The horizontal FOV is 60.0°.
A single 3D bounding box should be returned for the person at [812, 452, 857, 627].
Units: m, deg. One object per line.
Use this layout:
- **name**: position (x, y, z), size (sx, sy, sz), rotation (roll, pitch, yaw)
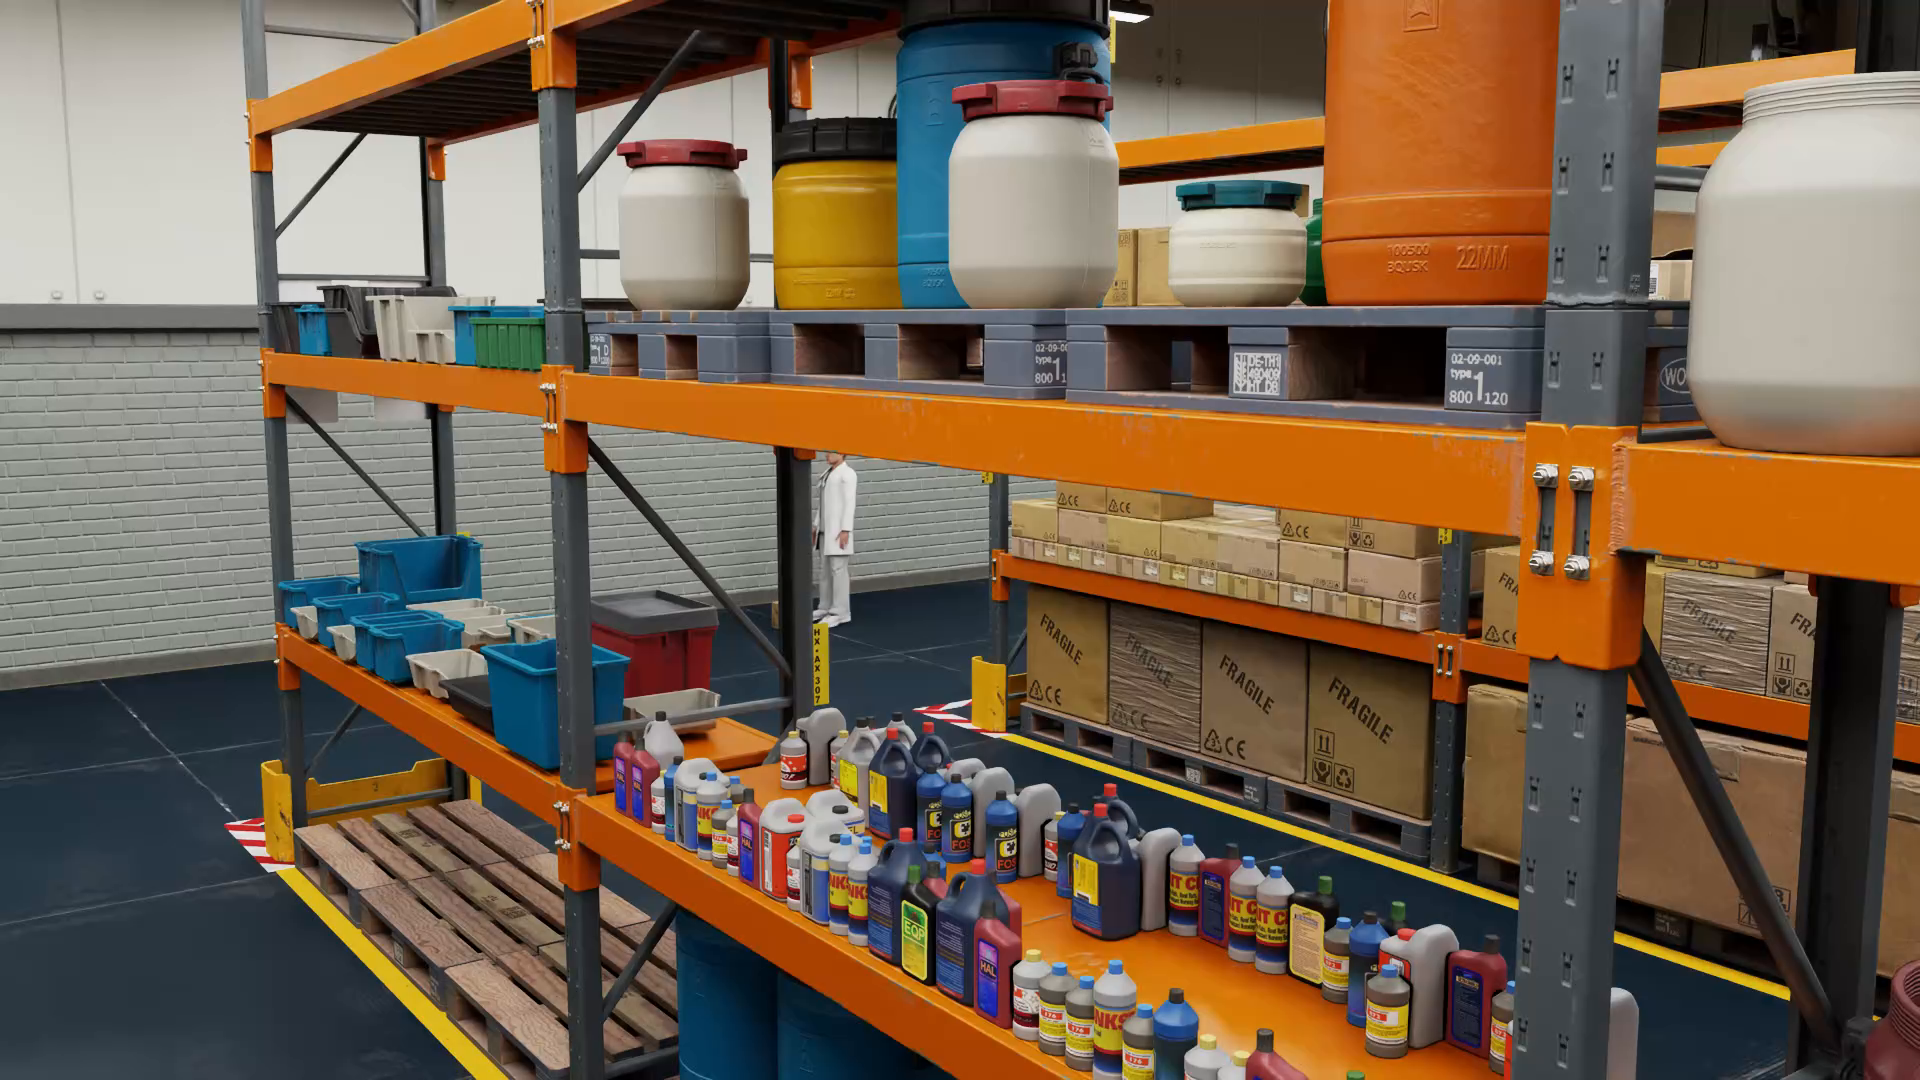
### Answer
- **person**: position (-1.291, -0.074, 16.310), size (0.470, 1.802, 0.618), rotation (-5, 9, -31)
